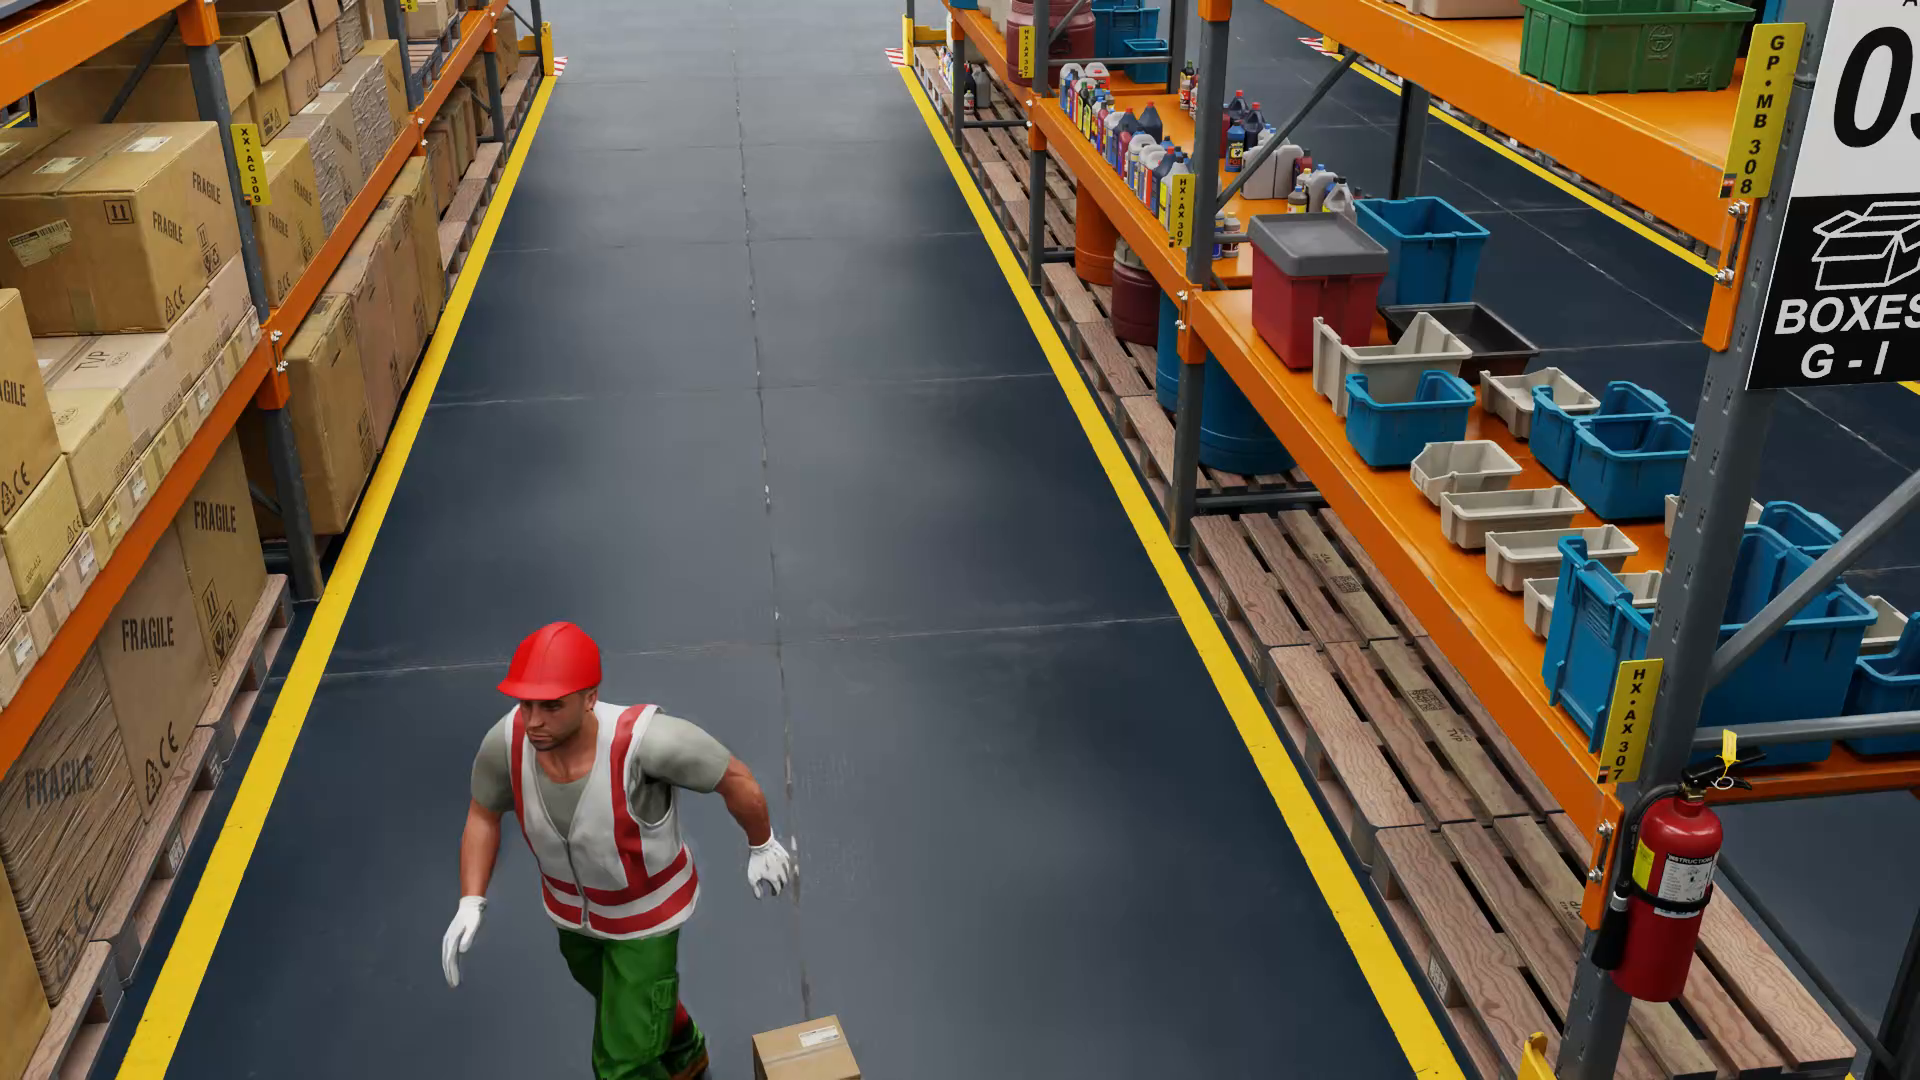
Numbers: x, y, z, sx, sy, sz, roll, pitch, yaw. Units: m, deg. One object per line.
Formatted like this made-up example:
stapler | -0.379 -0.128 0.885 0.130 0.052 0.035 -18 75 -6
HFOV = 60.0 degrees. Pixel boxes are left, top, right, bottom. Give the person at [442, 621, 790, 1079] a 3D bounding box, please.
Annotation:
person | -0.881 0.975 4.248 0.713 1.797 0.800 11 29 20
